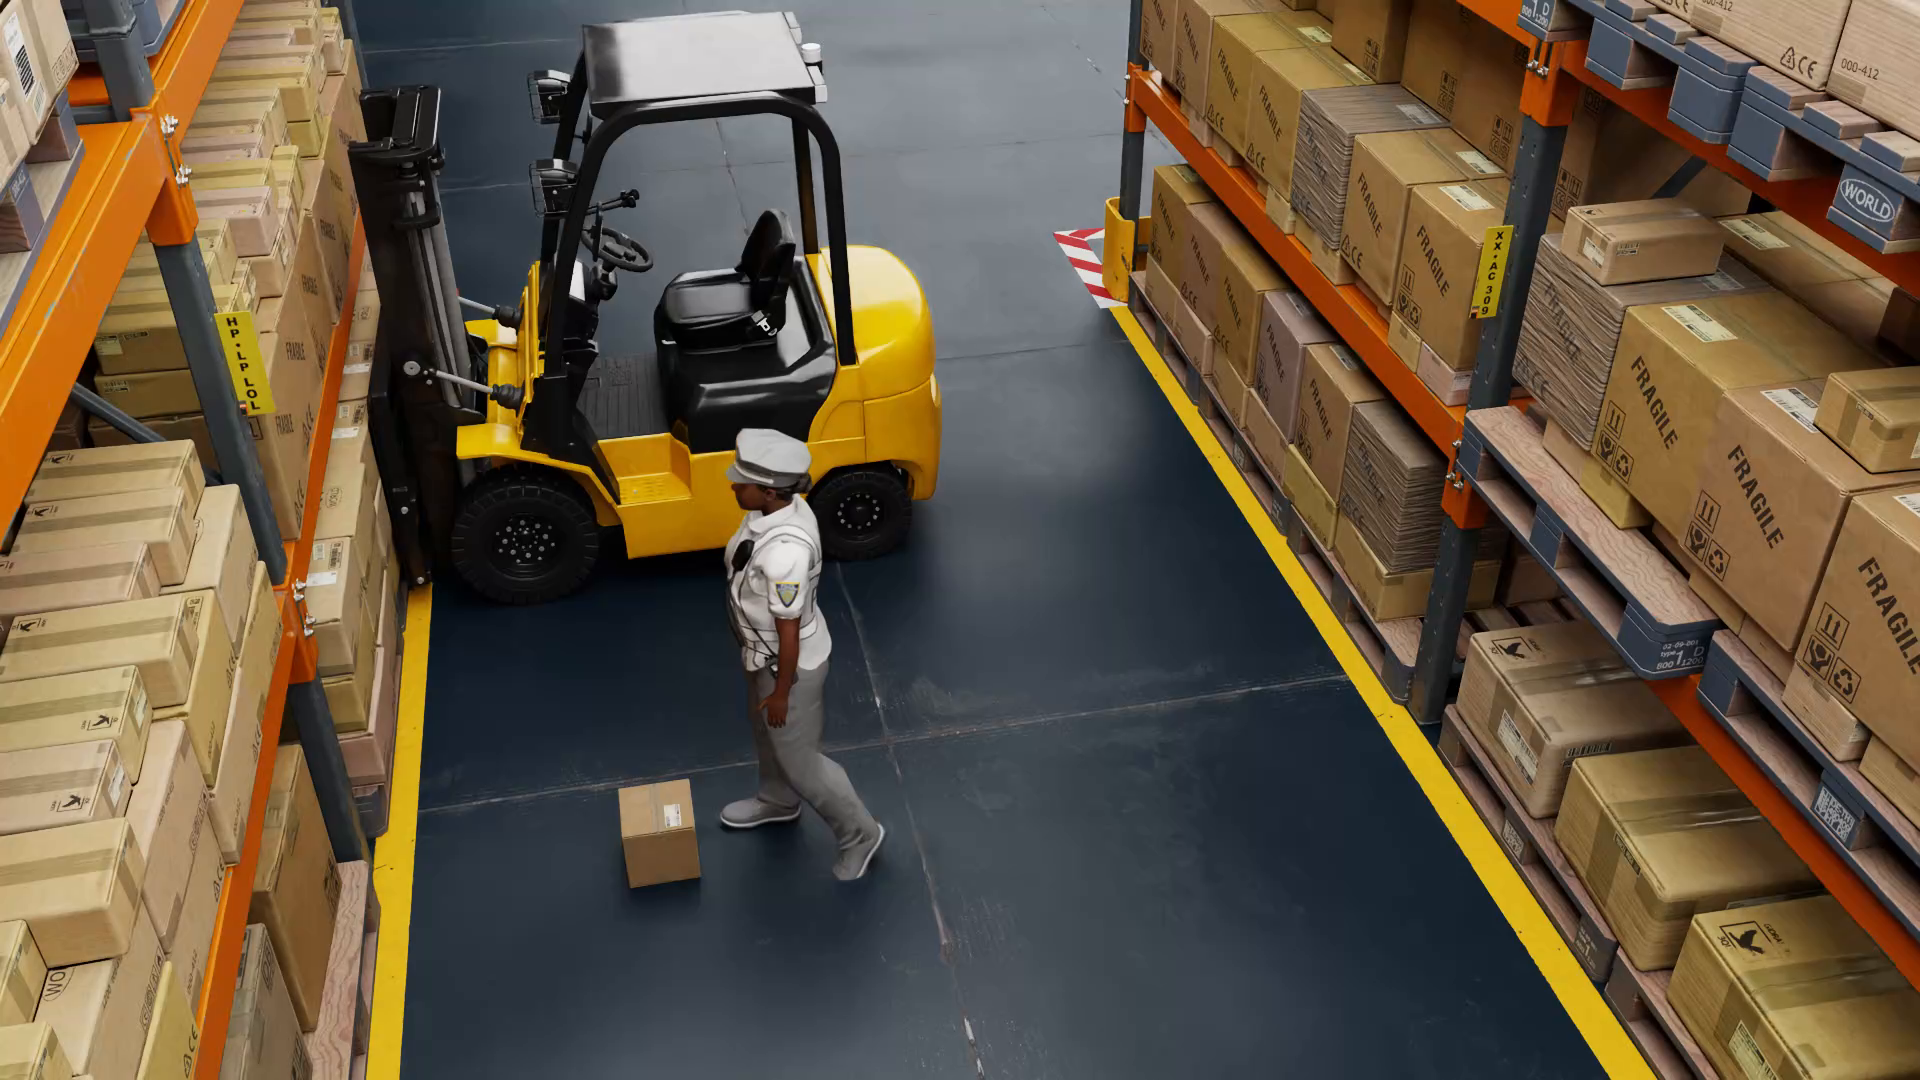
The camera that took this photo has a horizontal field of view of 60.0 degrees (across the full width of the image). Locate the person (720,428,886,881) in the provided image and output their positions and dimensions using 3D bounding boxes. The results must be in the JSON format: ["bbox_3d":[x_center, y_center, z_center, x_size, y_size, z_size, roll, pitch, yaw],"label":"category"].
[{"bbox_3d":[-0.577,0.421,5.571,0.554,1.754,0.486,-7,35,-9],"label":"person"}]
